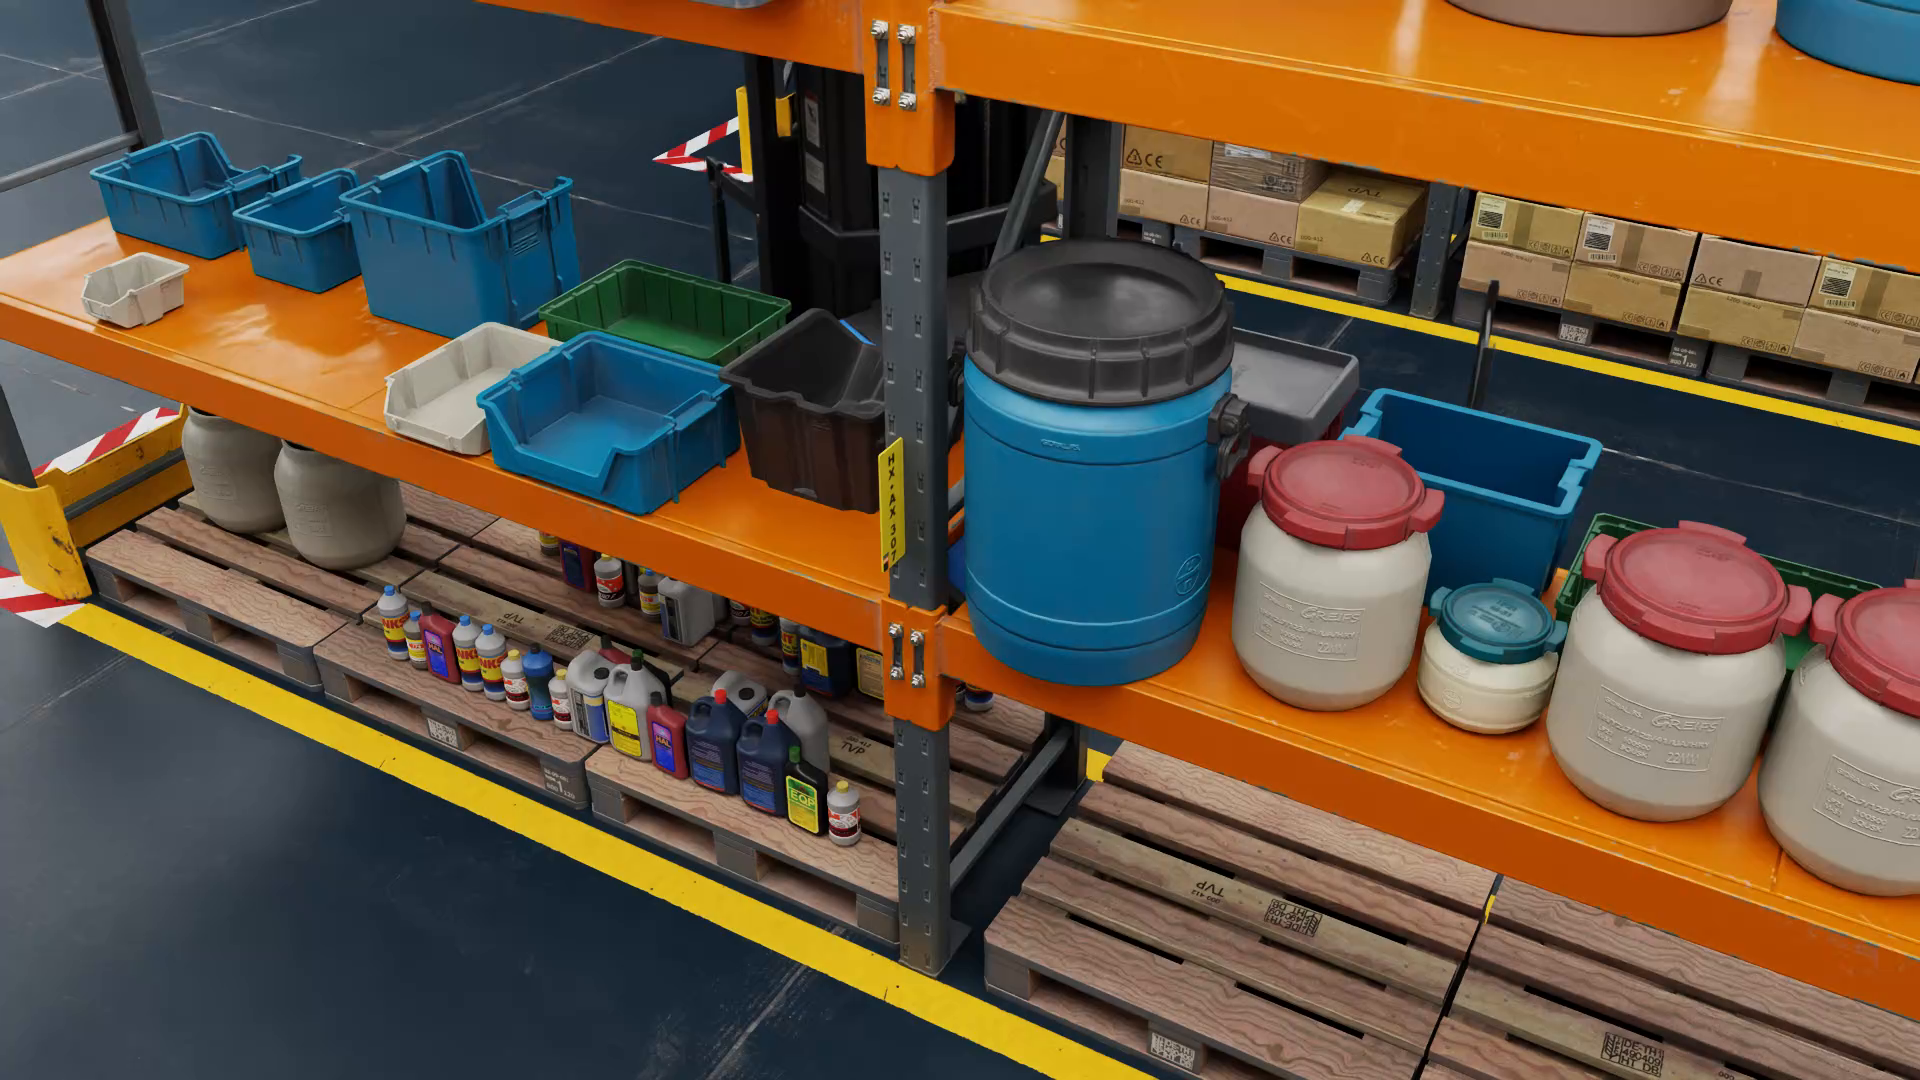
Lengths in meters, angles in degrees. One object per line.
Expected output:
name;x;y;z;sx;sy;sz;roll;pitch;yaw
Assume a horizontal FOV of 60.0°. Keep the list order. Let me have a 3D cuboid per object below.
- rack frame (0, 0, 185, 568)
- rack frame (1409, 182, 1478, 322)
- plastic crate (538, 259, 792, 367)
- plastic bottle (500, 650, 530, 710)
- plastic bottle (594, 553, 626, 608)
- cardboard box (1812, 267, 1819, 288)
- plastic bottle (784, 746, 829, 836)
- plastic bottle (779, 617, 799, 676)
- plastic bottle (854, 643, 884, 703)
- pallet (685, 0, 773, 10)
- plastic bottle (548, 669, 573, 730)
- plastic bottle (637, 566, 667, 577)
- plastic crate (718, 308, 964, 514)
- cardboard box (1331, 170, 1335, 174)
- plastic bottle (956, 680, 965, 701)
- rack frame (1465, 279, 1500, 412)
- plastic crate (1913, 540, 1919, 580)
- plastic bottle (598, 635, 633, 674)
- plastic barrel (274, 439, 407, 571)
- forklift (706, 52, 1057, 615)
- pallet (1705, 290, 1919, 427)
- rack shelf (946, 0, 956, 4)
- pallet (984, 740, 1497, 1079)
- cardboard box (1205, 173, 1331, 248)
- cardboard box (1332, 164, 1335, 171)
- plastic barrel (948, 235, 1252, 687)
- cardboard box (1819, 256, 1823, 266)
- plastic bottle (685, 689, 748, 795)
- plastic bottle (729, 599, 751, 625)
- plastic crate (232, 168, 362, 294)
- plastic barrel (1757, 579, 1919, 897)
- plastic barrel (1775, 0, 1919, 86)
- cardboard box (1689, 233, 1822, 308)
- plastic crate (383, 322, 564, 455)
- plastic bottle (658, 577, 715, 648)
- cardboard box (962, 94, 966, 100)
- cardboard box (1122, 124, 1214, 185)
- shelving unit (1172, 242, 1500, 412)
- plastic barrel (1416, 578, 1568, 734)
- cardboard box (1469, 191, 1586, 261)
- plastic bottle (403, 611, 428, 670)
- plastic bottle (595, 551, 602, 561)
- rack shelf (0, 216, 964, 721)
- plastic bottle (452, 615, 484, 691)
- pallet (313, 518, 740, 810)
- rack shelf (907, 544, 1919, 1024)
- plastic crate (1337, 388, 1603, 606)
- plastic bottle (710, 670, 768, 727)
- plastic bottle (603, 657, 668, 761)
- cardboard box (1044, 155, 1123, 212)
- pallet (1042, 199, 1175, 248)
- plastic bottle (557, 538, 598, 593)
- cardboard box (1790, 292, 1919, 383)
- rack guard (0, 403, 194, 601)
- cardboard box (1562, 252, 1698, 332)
rack frame;-3.350;-1.326;6.035;0.127;3.000;1.000;18;37;24
rack frame;2.584;-2.609;7.962;0.127;3.000;1.000;18;37;24
plastic crate;-0.916;-0.647;5.207;0.662;0.188;0.450;18;37;24
plastic bottle;-1.460;0.453;5.491;0.097;0.201;0.097;0;34;0
plastic bottle;-1.258;0.135;5.968;0.097;0.201;0.097;0;34;0
cardboard box;3.971;-1.384;8.224;0.500;0.250;0.500;18;38;25
plastic bottle;-0.458;0.748;4.975;0.133;0.283;0.061;20;38;27
plastic bottle;-0.558;0.323;5.624;0.097;0.271;0.097;0;34;0
plastic bottle;-0.283;0.398;5.499;0.133;0.283;0.061;18;37;24
pallet;-0.552;-1.548;3.832;1.003;0.211;1.213;18;37;24
plastic bottle;-1.282;0.509;5.406;0.097;0.201;0.097;0;34;0
plastic bottle;-1.066;0.052;5.959;0.185;0.351;0.144;19;38;26
plastic crate;-0.268;-0.406;4.709;0.504;0.338;0.767;18;37;24
cardboard box;1.900;-2.053;9.228;0.500;0.250;0.500;18;37;24
plastic bottle;-0.024;0.429;5.528;0.097;0.201;0.097;0;34;0
rack frame;1.630;-0.072;5.505;0.032;1.500;0.500;9;35;14
plastic crate;2.345;0.255;3.602;0.583;0.464;0.402;18;37;24
plastic bottle;-1.113;0.443;5.432;0.133;0.283;0.061;18;37;24
plastic barrel;-2.305;-0.184;6.185;0.421;0.512;0.421;0;34;0
forklift;-0.404;-1.597;6.504;1.130;2.935;3.031;-18;38;-25
pallet;4.306;-0.929;7.955;1.213;0.211;1.003;18;37;24
rack shelf;0.847;-2.860;8.987;4.000;0.370;1.077;18;37;24
pallet;0.824;1.132;4.860;1.213;0.211;1.003;18;37;24
cardboard box;1.644;-1.804;8.854;0.500;0.250;0.500;18;37;24
cardboard box;1.899;-2.363;9.018;0.500;0.500;0.500;18;37;24
plastic barrel;0.308;-0.183;3.866;0.708;0.901;0.600;18;37;24
cardboard box;4.399;-1.481;7.863;0.500;0.311;0.500;17;37;24
plastic bottle;-0.746;0.602;5.133;0.185;0.351;0.144;16;37;22
plastic bottle;-0.770;0.193;5.882;0.097;0.201;0.097;0;34;0
plastic crate;-2.206;-1.089;5.814;0.408;0.251;0.499;18;37;24
plastic barrel;1.857;0.407;3.311;0.433;0.535;0.433;0;34;0
plastic barrel;1.808;-1.288;2.820;0.708;0.901;0.600;18;37;24
cardboard box;3.701;-1.357;7.678;0.500;0.311;0.500;16;37;23
plastic crate;-1.413;-0.441;4.944;0.437;0.136;0.530;18;37;24
plastic bottle;-0.957;0.212;5.786;0.135;0.276;0.152;18;37;24
cardboard box;0.342;-2.529;9.267;0.500;0.500;0.500;18;37;24
cardboard box;1.209;-2.253;8.852;0.500;0.500;0.500;18;37;24
shelving unit;1.152;-0.152;5.625;1.083;1.500;0.587;9;35;14
plastic barrel;1.196;0.269;3.764;0.301;0.262;0.301;0;34;0
cardboard box;2.819;-1.639;8.101;0.500;0.311;0.500;18;38;25
plastic bottle;-1.841;0.332;5.672;0.097;0.201;0.097;0;34;0
plastic bottle;-1.333;0.001;6.103;0.135;0.276;0.152;18;38;25
rack shelf;-1.613;-0.477;5.409;4.000;0.370;1.077;18;37;24
plastic bottle;-1.633;0.369;5.554;0.097;0.271;0.097;0;34;0
pallet;-1.503;0.395;5.967;1.213;0.211;1.003;18;37;24
rack shelf;1.859;0.623;3.757;4.000;0.370;1.077;18;37;24
plastic crate;1.235;-0.066;4.157;0.575;0.384;0.392;18;37;24
plastic bottle;-0.694;0.555;5.271;0.135;0.276;0.152;18;37;24
plastic bottle;-1.026;0.513;5.266;0.185;0.351;0.144;17;37;24
cardboard box;0.768;-2.071;9.256;0.500;0.250;0.500;18;37;24
pallet;0.851;-2.022;9.596;1.213;0.211;1.003;18;37;24
plastic bottle;-1.385;0.049;6.024;0.133;0.283;0.061;18;37;24
cardboard box;4.147;-0.986;7.627;0.500;0.250;0.500;18;38;25
rack guard;-3.261;-0.288;6.731;0.348;0.500;1.175;18;37;24
cardboard box;3.254;-1.268;8.050;0.500;0.250;0.500;19;38;26
